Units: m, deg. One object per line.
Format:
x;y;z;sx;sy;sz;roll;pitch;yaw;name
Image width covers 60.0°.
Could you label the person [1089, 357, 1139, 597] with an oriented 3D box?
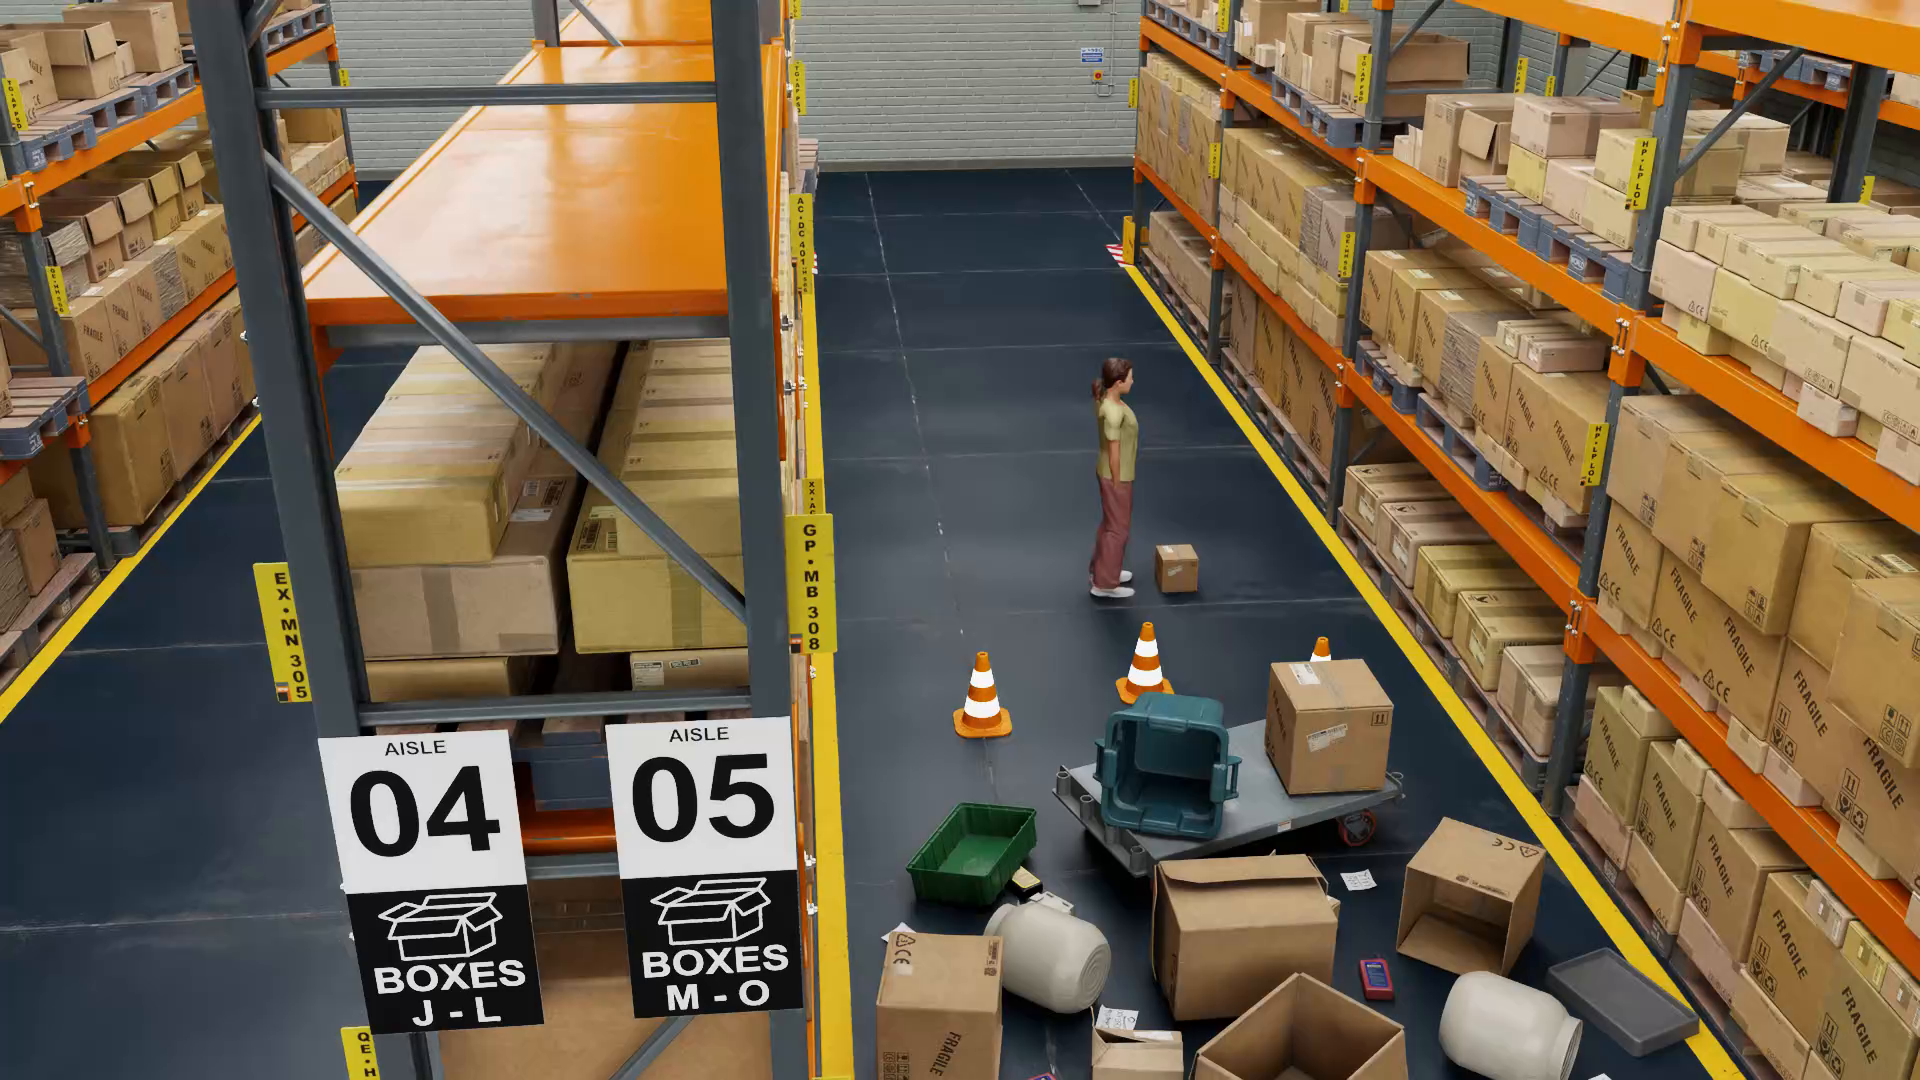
1.040;-0.432;11.315;0.365;1.684;0.442;-2;24;-4;person
